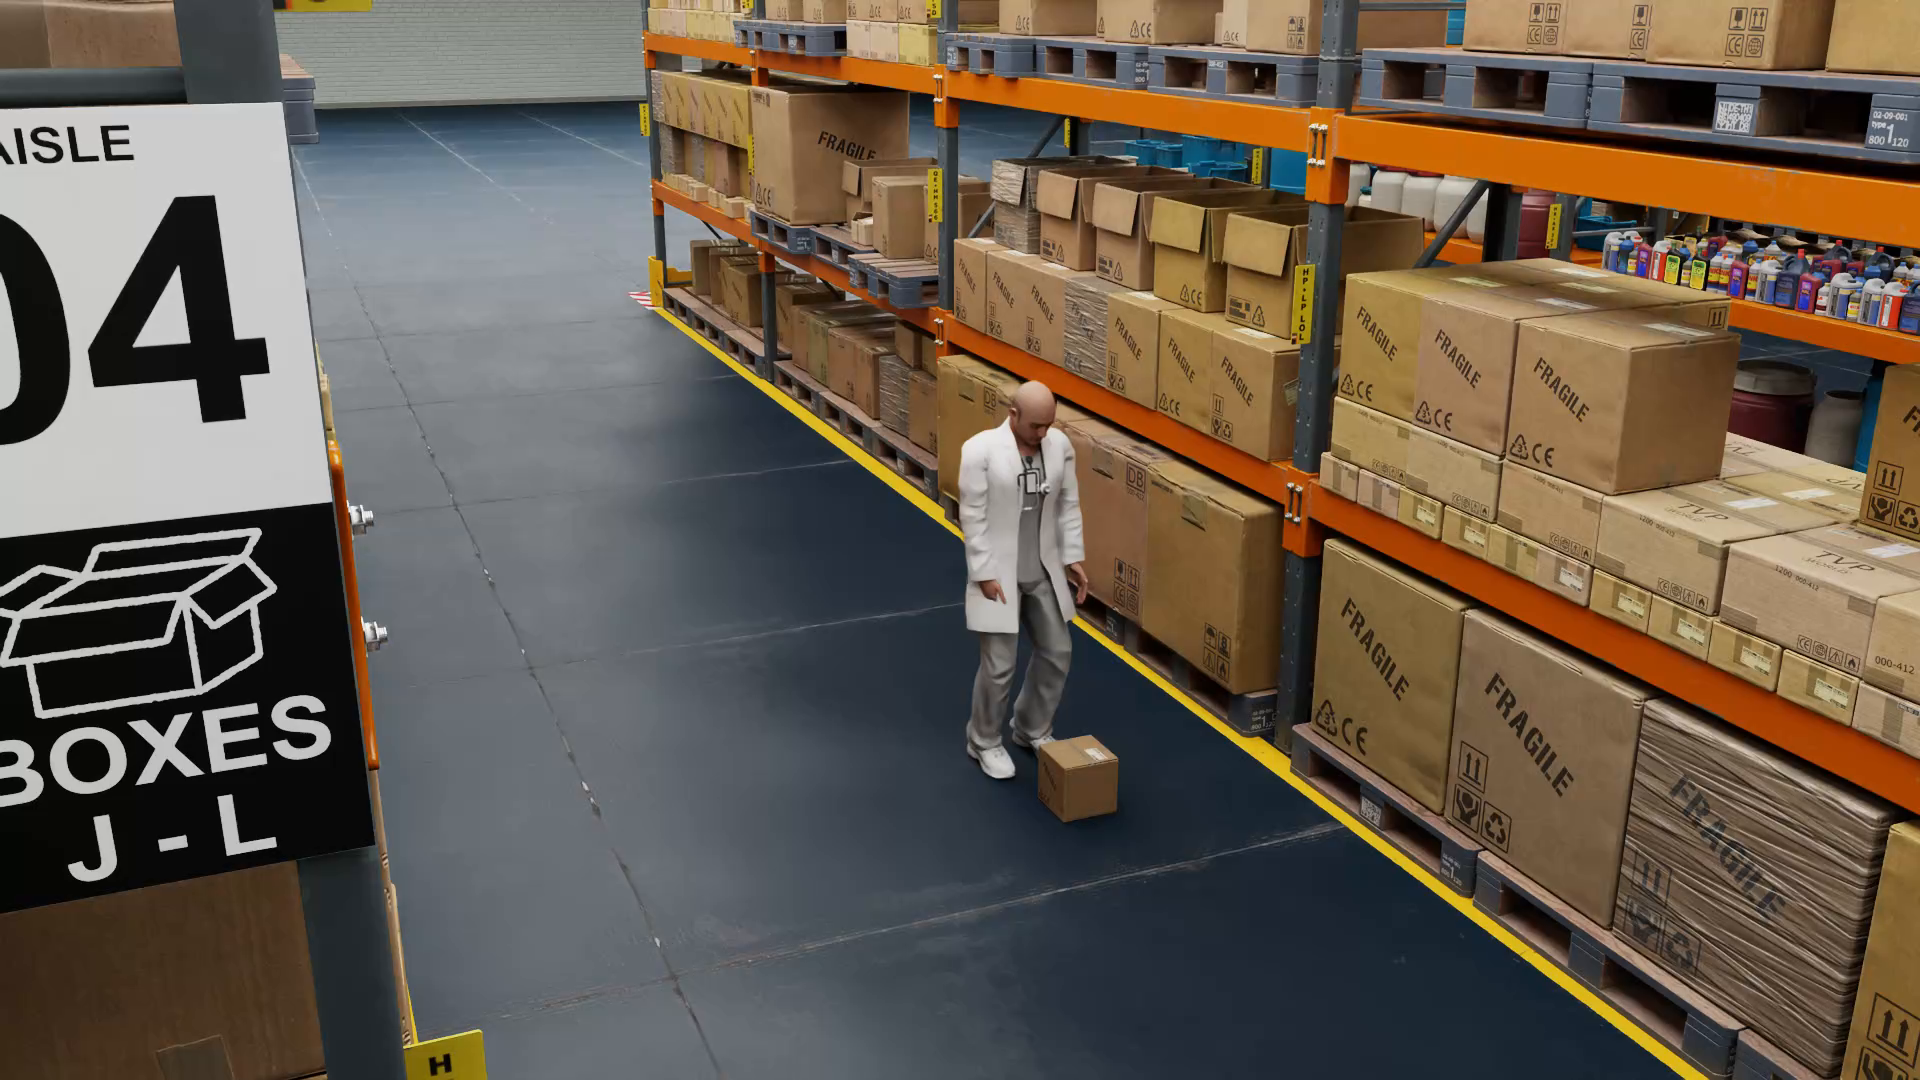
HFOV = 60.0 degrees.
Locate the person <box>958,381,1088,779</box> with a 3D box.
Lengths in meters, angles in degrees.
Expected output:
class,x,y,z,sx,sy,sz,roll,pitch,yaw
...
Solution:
class,x,y,z,sx,sy,sz,roll,pitch,yaw
person,0.273,0.156,7.200,0.583,1.738,0.402,-9,21,-26
